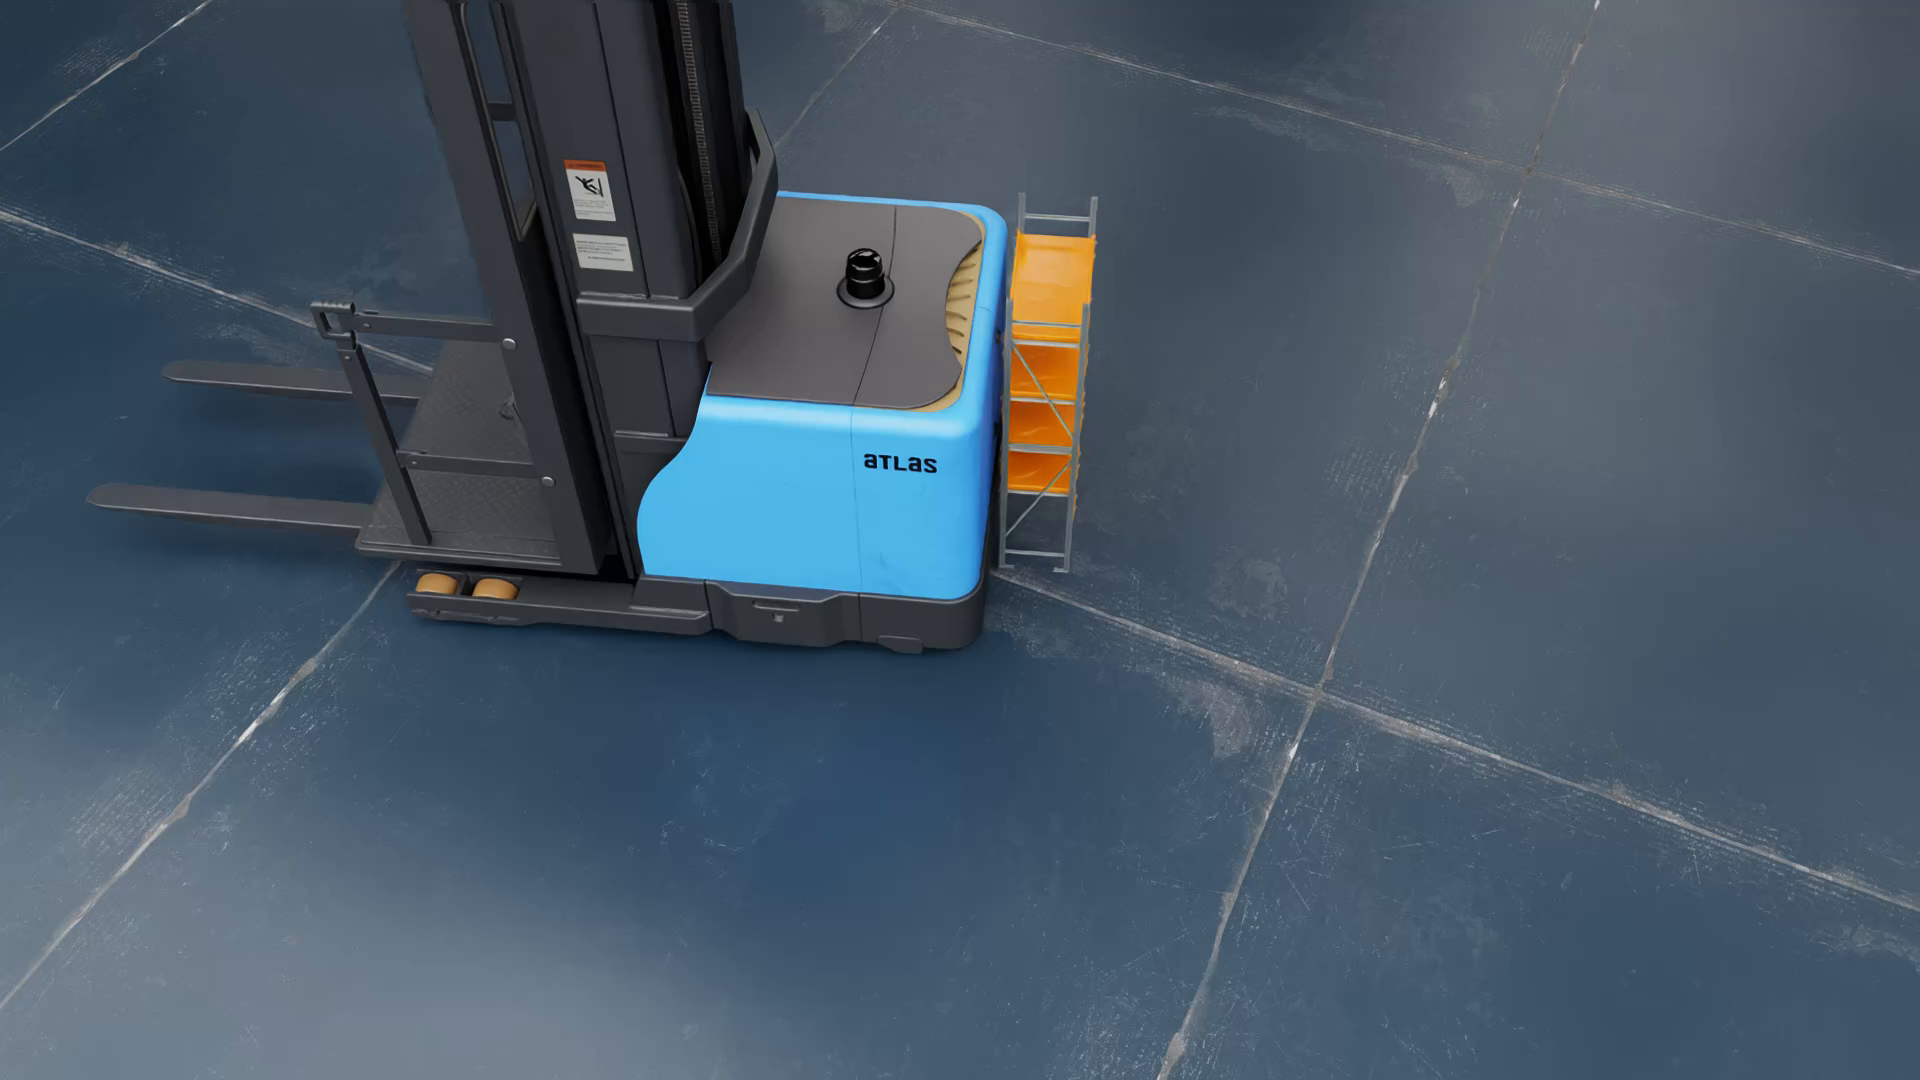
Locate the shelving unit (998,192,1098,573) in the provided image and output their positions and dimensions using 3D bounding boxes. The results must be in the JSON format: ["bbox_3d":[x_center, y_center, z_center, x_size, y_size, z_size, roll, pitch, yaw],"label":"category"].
[{"bbox_3d":[0.275,-0.475,5.366,0.258,1.200,0.503,4,50,4],"label":"shelving unit"}]

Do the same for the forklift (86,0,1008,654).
[{"bbox_3d":[-1.389,-1.064,4.731,3.031,2.935,1.130,5,50,4],"label":"forklift"}]

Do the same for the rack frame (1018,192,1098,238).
[{"bbox_3d":[0.300,-0.660,5.524,0.240,1.200,0.015,4,50,4],"label":"rack frame"}]

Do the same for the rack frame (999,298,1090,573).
[{"bbox_3d":[0.251,-0.290,5.209,0.240,1.200,0.015,4,50,4],"label":"rack frame"}]

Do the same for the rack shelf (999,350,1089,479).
[{"bbox_3d":[0.275,-0.432,5.418,0.258,0.148,0.480,4,50,4],"label":"rack shelf"}]

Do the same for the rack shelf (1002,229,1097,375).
[{"bbox_3d":[0.275,-0.730,5.067,0.258,0.148,0.480,4,50,4],"label":"rack shelf"}]

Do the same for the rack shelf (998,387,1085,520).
[{"bbox_3d":[0.275,-0.303,5.569,0.258,0.148,0.480,4,50,4],"label":"rack shelf"}]

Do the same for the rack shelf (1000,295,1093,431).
[{"bbox_3d":[0.275,-0.576,5.247,0.258,0.148,0.480,4,50,4],"label":"rack shelf"}]
